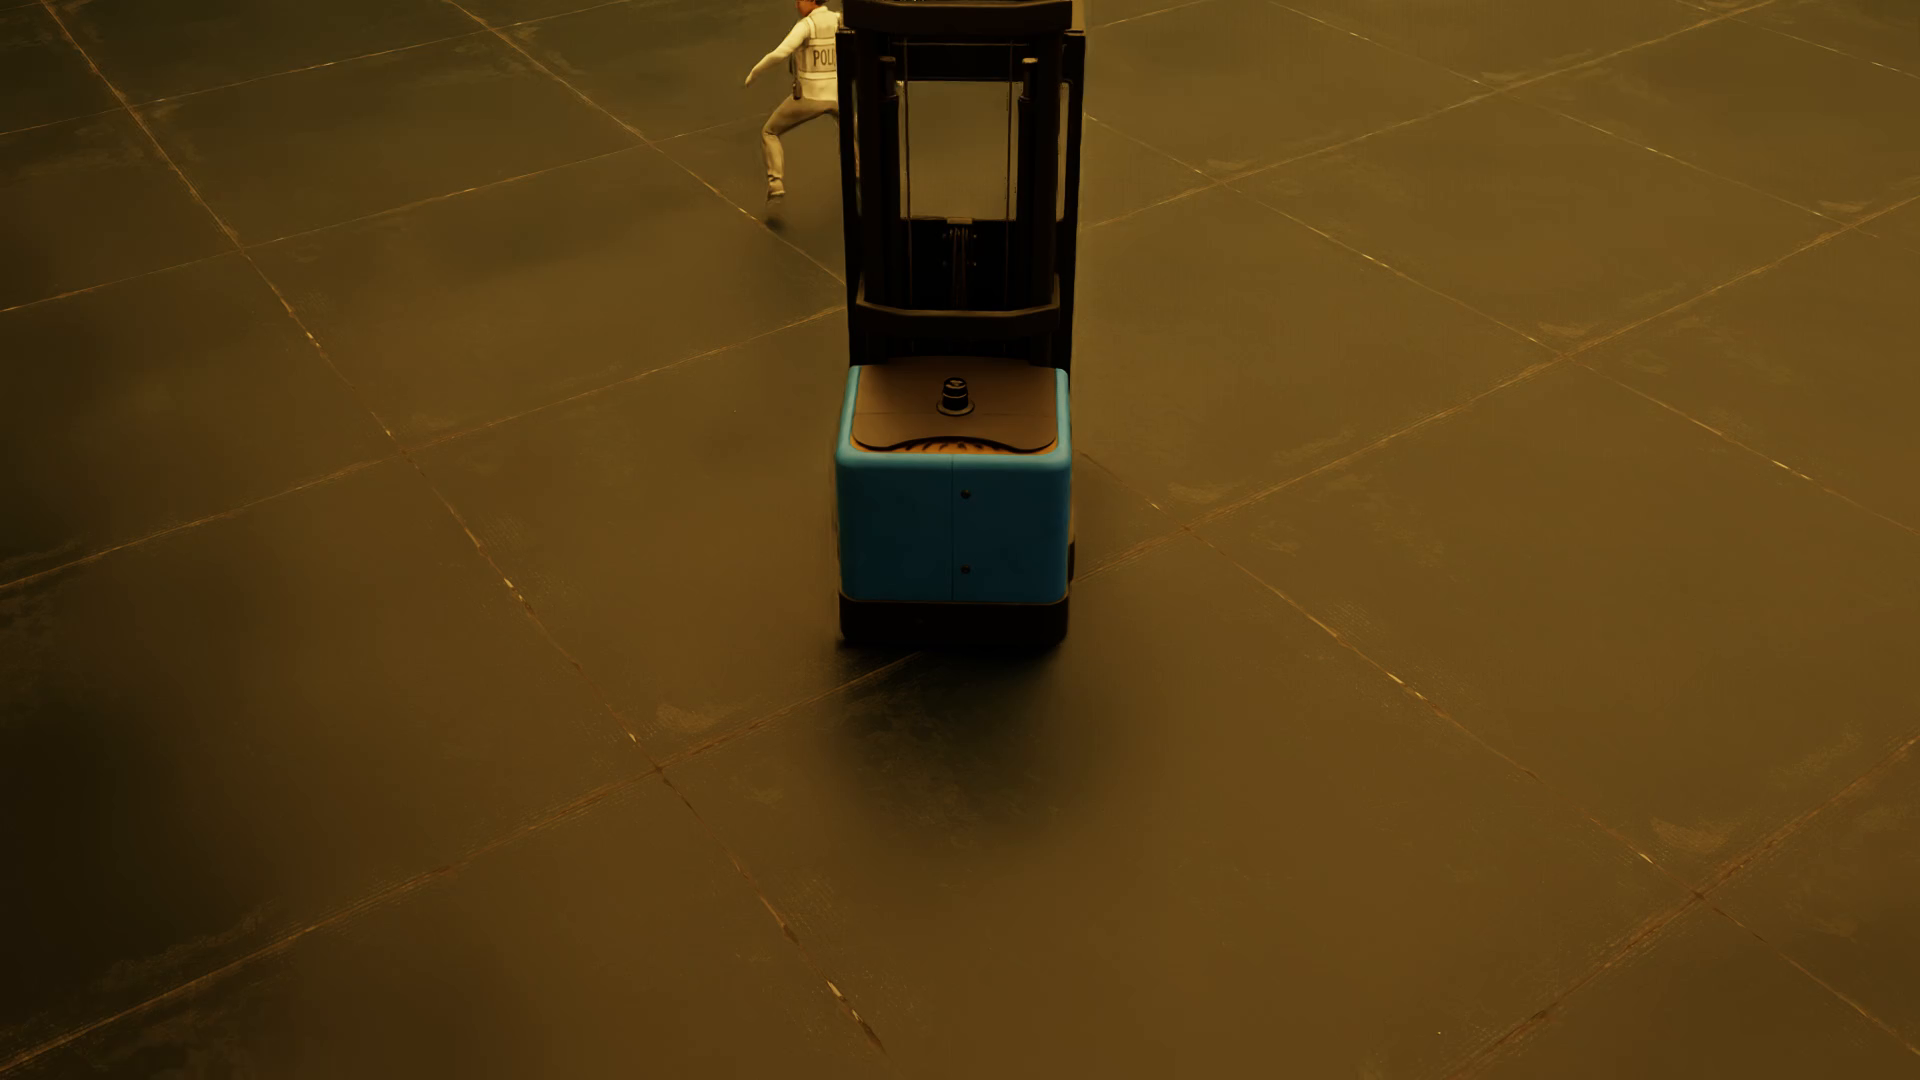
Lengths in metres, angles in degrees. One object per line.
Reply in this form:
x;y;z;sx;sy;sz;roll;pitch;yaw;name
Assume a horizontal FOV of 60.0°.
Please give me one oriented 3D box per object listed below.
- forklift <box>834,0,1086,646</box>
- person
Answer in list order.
0.009;-1.543;8.031;1.130;2.935;3.031;1;36;1;forklift
-0.932;-3.047;11.319;1.105;1.566;0.472;-22;42;-27;person
